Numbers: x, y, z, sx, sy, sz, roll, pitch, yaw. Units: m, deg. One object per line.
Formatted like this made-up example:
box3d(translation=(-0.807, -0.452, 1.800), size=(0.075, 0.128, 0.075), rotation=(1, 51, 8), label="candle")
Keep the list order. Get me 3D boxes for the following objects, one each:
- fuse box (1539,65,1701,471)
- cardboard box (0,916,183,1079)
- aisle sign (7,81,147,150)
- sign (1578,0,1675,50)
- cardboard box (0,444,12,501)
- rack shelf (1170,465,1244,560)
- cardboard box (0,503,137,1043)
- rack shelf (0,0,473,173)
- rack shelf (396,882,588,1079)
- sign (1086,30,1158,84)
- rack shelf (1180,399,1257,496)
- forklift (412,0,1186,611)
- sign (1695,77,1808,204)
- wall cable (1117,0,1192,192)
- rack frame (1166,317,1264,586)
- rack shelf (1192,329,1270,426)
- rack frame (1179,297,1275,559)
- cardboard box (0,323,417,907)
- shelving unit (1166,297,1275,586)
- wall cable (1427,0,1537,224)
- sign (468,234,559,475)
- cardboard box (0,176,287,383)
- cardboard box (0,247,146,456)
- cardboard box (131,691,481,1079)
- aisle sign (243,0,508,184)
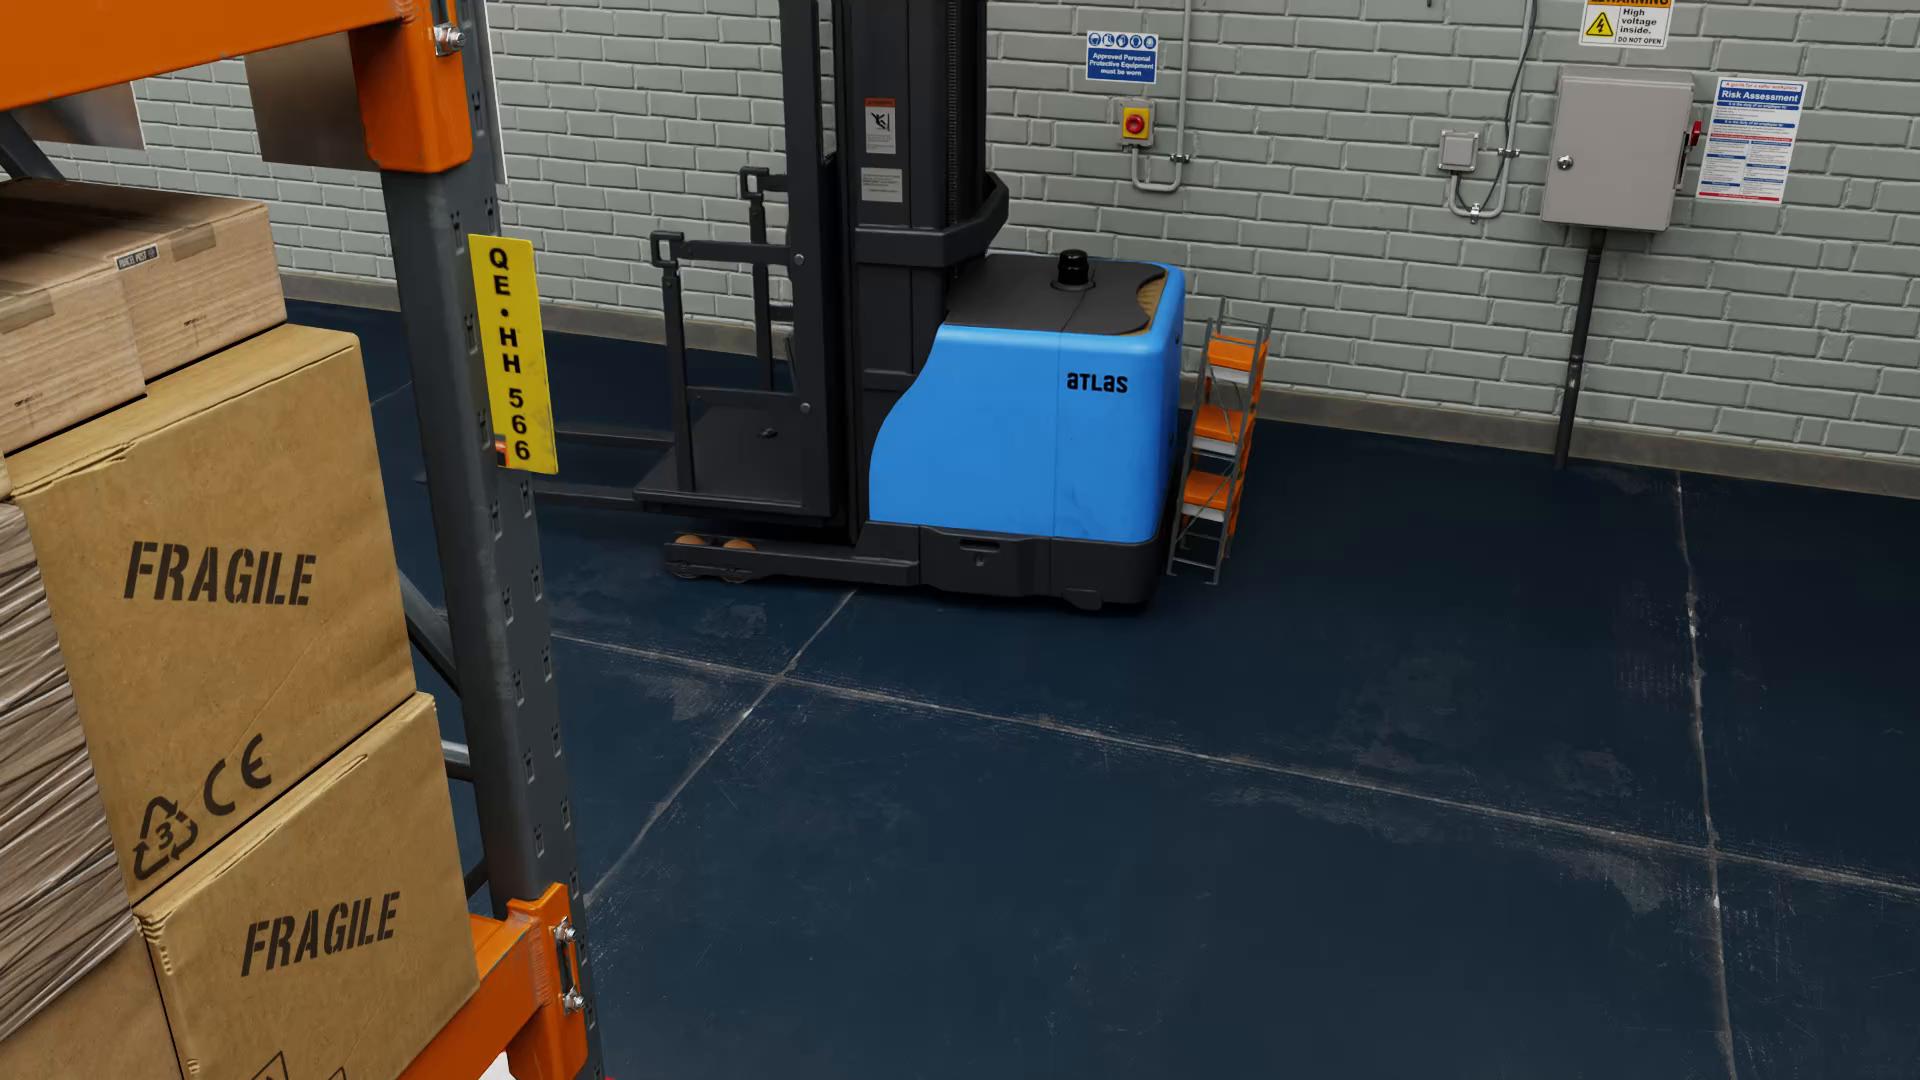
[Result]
box3d(translation=(2.685, -1.075, 7.008), size=(0.539, 1.711, 0.414), rotation=(9, 27, 17), label="fuse box")
box3d(translation=(-1.194, 0.696, 1.755), size=(0.500, 0.500, 0.500), rotation=(8, 27, 16), label="cardboard box")
box3d(translation=(-1.351, -0.941, 2.268), size=(0.394, 0.787, 0.004), rotation=(9, 27, 17), label="aisle sign")
box3d(translation=(2.702, -2.120, 6.739), size=(0.339, 0.242, 0.001), rotation=(9, 27, 17), label="sign")
box3d(translation=(-1.101, -0.084, 1.474), size=(0.380, 0.149, 0.250), rotation=(8, 27, 17), label="cardboard box")
box3d(translation=(0.952, -0.106, 6.404), size=(0.215, 0.259, 0.240), rotation=(13, 29, 15), label="rack shelf")
box3d(translation=(-1.184, 0.257, 1.514), size=(0.500, 0.500, 0.500), rotation=(9, 27, 18), label="cardboard box")
box3d(translation=(-1.767, 0.096, 0.492), size=(1.077, 0.370, 4.000), rotation=(9, 27, 17), label="rack shelf")
box3d(translation=(-1.767, 1.446, 1.146), size=(1.077, 0.370, 4.000), rotation=(9, 27, 17), label="rack shelf")
box3d(translation=(0.727, -2.174, 7.487), size=(0.327, 0.218, 0.001), rotation=(9, 27, 17), label="sign")
box3d(translation=(0.976, -0.352, 6.276), size=(0.215, 0.259, 0.240), rotation=(13, 29, 15), label="rack shelf")
box3d(translation=(-0.674, -1.370, 6.216), size=(3.031, 2.935, 1.130), rotation=(5, 26, 11), label="forklift")
box3d(translation=(3.220, -1.626, 6.775), size=(0.329, 0.494, 0.001), rotation=(9, 27, 17), label="sign")
box3d(translation=(0.752, -2.491, 7.252), size=(0.585, 1.953, 0.123), rotation=(9, 27, 17), label="wall cable")
box3d(translation=(0.937, -0.311, 6.167), size=(0.200, 1.050, 0.008), rotation=(13, 29, 15), label="rack frame")
box3d(translation=(1.000, -0.602, 6.144), size=(0.215, 0.259, 0.240), rotation=(13, 29, 15), label="rack shelf")
box3d(translation=(1.017, -0.412, 6.374), size=(0.200, 1.050, 0.008), rotation=(13, 29, 15), label="rack frame")
box3d(translation=(-1.038, 0.038, 1.967), size=(0.500, 0.500, 0.500), rotation=(10, 27, 19), label="cardboard box")
box3d(translation=(0.977, -0.361, 6.271), size=(0.215, 1.050, 0.252), rotation=(13, 29, 15), label="shelving unit")
box3d(translation=(2.094, -2.276, 6.843), size=(0.588, 1.984, 0.122), rotation=(9, 27, 17), label="wall cable")
box3d(translation=(-0.595, -0.243, 2.209), size=(0.100, 0.325, 0.005), rotation=(9, 27, 17), label="sign")
box3d(translation=(-1.032, -0.310, 1.941), size=(0.380, 0.149, 0.250), rotation=(9, 27, 18), label="cardboard box")
box3d(translation=(-1.094, -0.202, 1.719), size=(0.380, 0.149, 0.250), rotation=(9, 27, 18), label="cardboard box")
box3d(translation=(-1.013, 0.492, 2.176), size=(0.500, 0.500, 0.500), rotation=(9, 27, 18), label="cardboard box")
box3d(translation=(-0.786, -0.854, 2.089), size=(0.394, 0.787, 0.004), rotation=(9, 27, 17), label="aisle sign")
